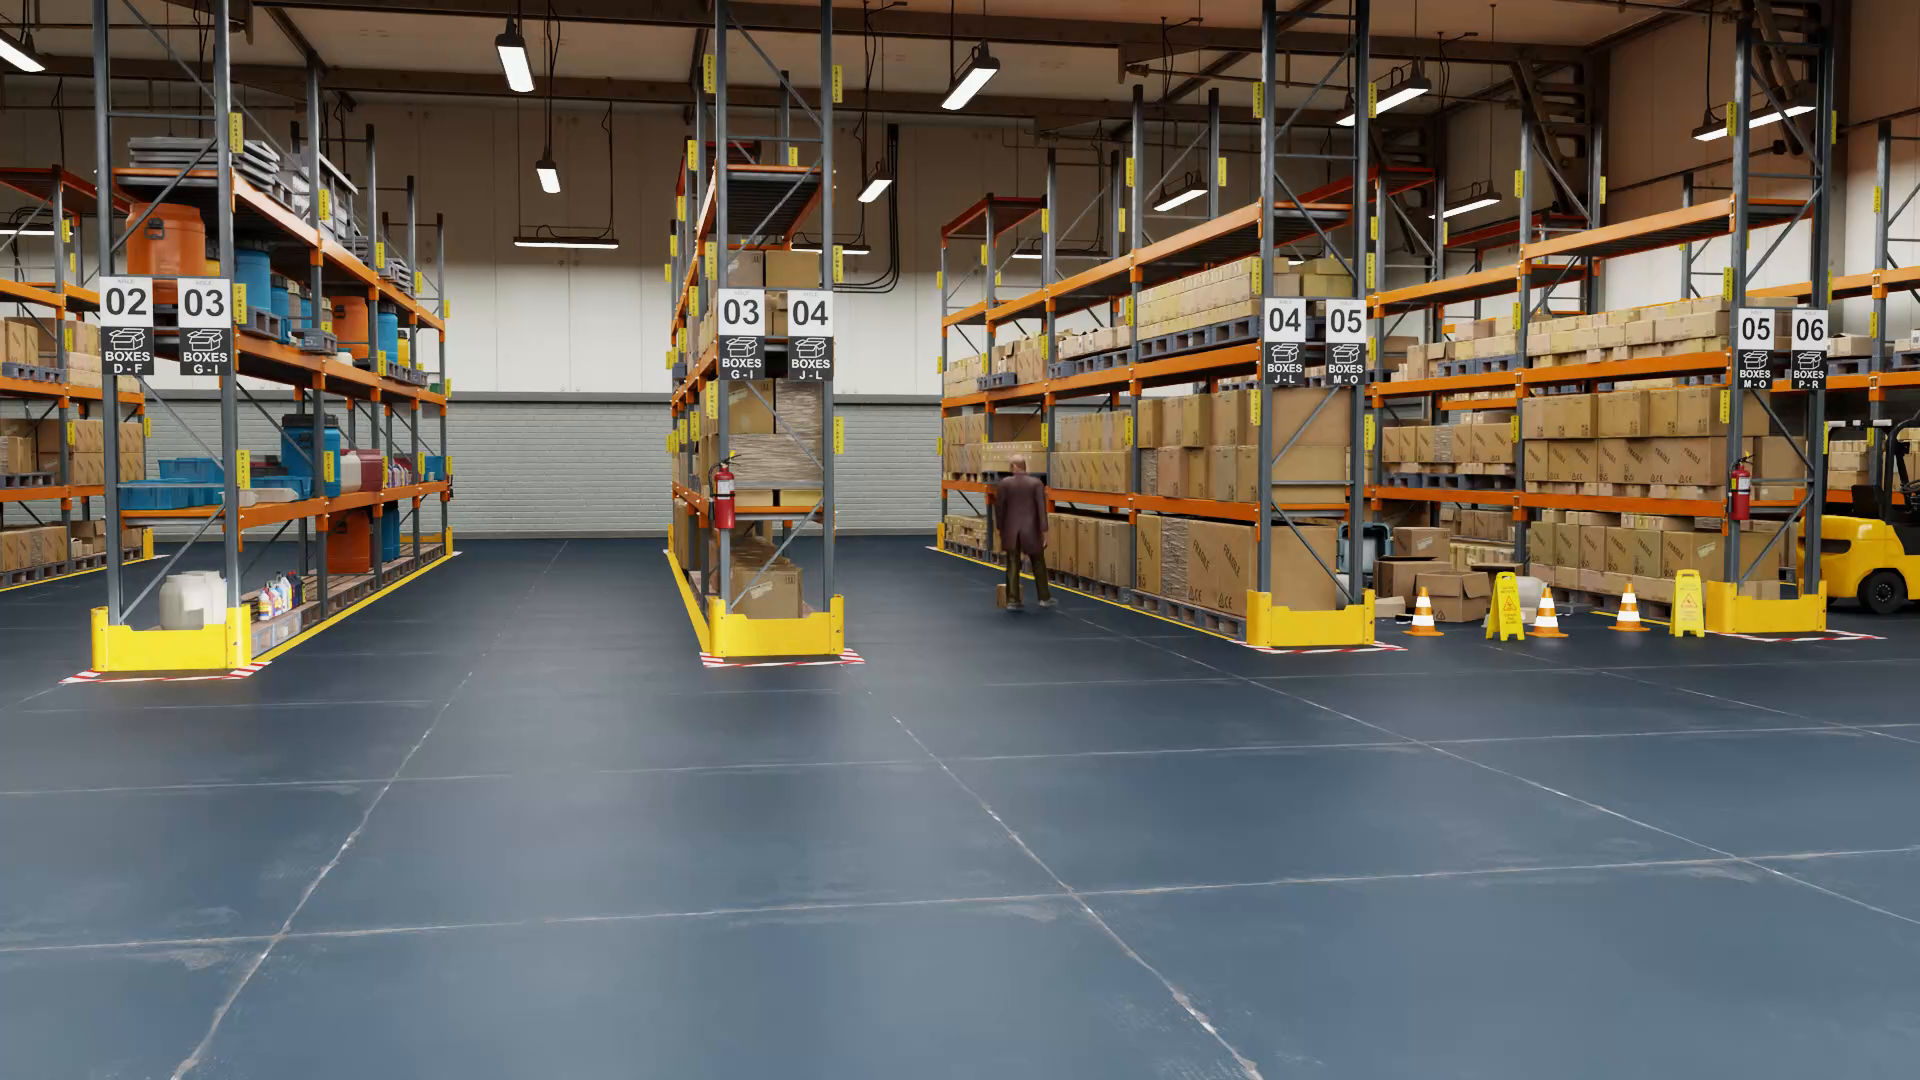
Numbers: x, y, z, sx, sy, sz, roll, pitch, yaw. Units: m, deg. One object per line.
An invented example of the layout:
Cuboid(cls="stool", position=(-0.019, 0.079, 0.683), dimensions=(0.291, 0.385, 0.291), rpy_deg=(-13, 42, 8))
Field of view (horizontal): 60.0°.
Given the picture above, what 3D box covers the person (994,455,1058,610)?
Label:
Cuboid(cls="person", position=(0.743, -0.091, 18.918), dimensions=(0.669, 1.753, 0.759), rpy_deg=(1, 3, 10))
